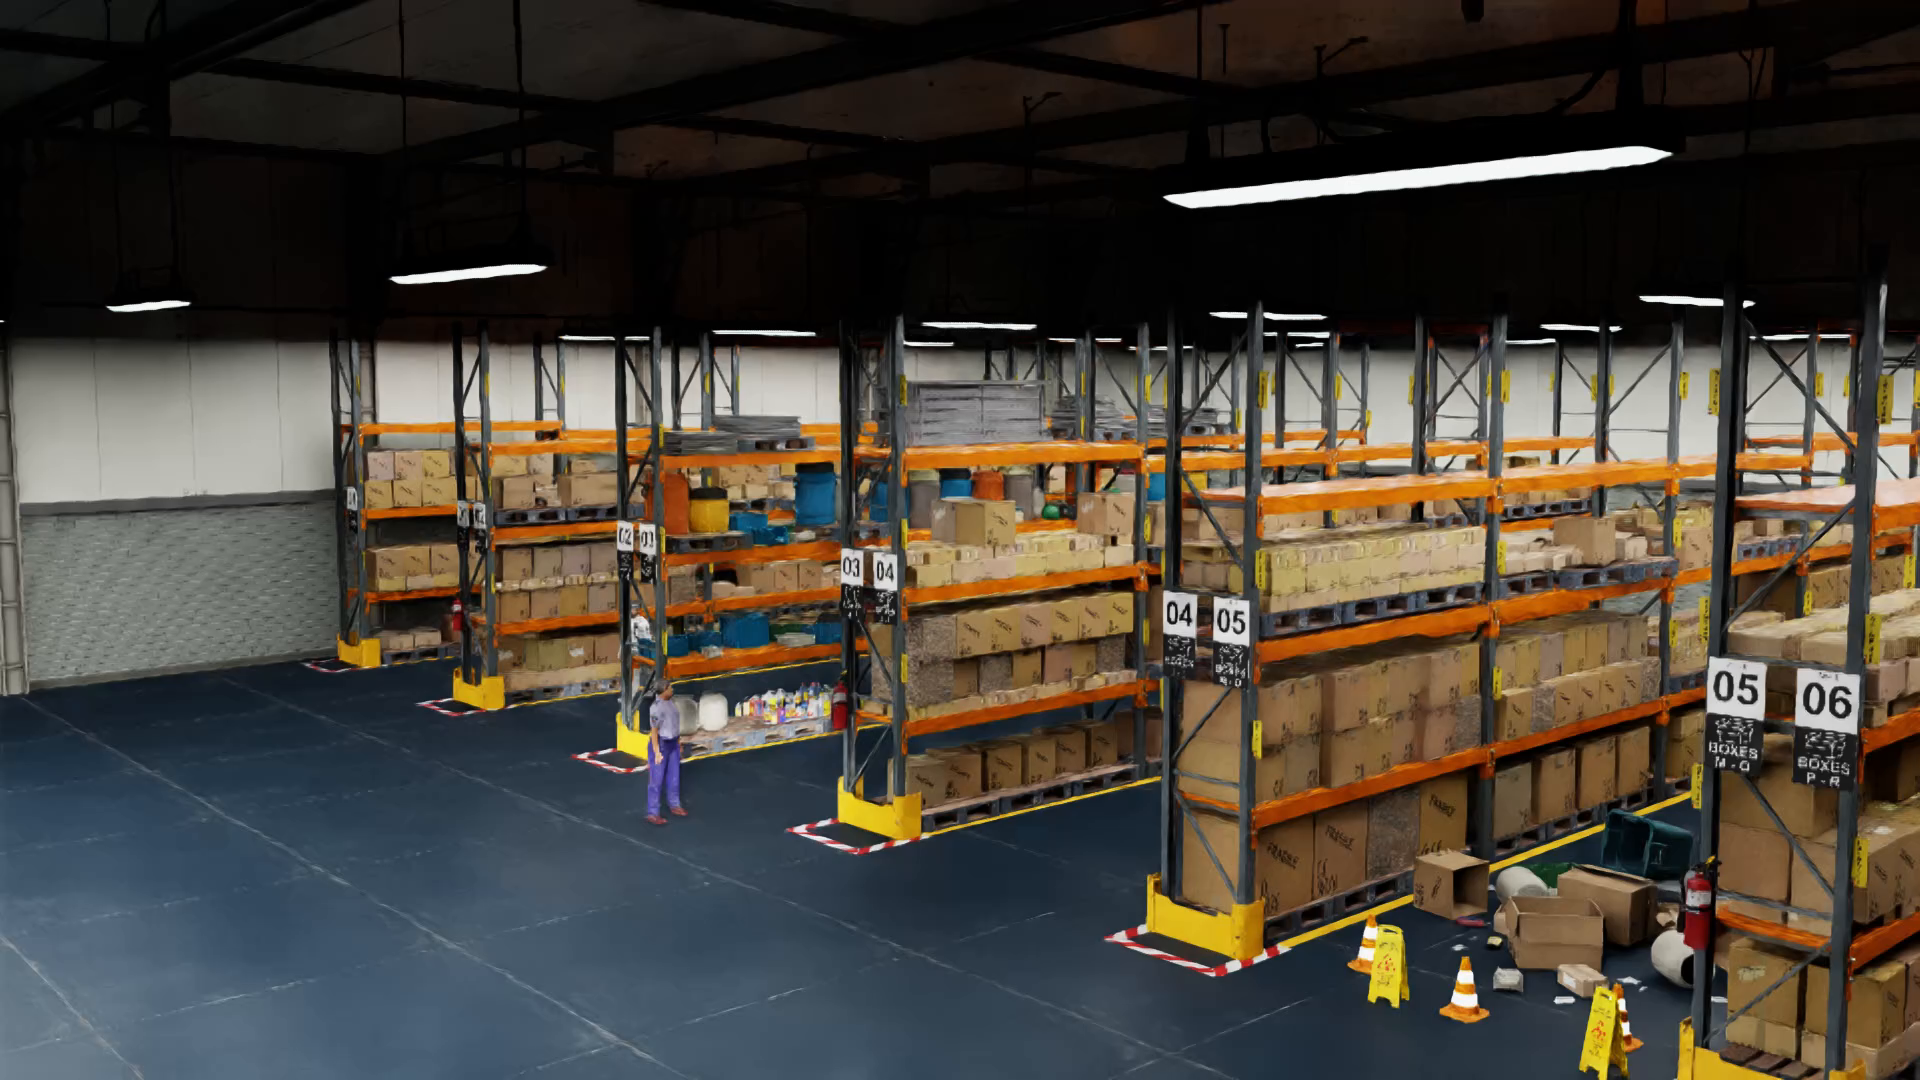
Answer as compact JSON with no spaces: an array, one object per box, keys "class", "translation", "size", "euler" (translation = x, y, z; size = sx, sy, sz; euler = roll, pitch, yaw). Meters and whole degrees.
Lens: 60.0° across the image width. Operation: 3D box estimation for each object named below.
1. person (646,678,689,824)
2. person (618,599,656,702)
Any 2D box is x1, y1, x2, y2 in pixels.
[{"class":"person","translation":[-3.412,2.433,19.351],"size":[0.425,1.643,0.539],"euler":[2,6,16]},{"class":"person","translation":[-5.138,1.738,26.386],"size":[0.483,1.616,0.995],"euler":[5,7,39]}]
